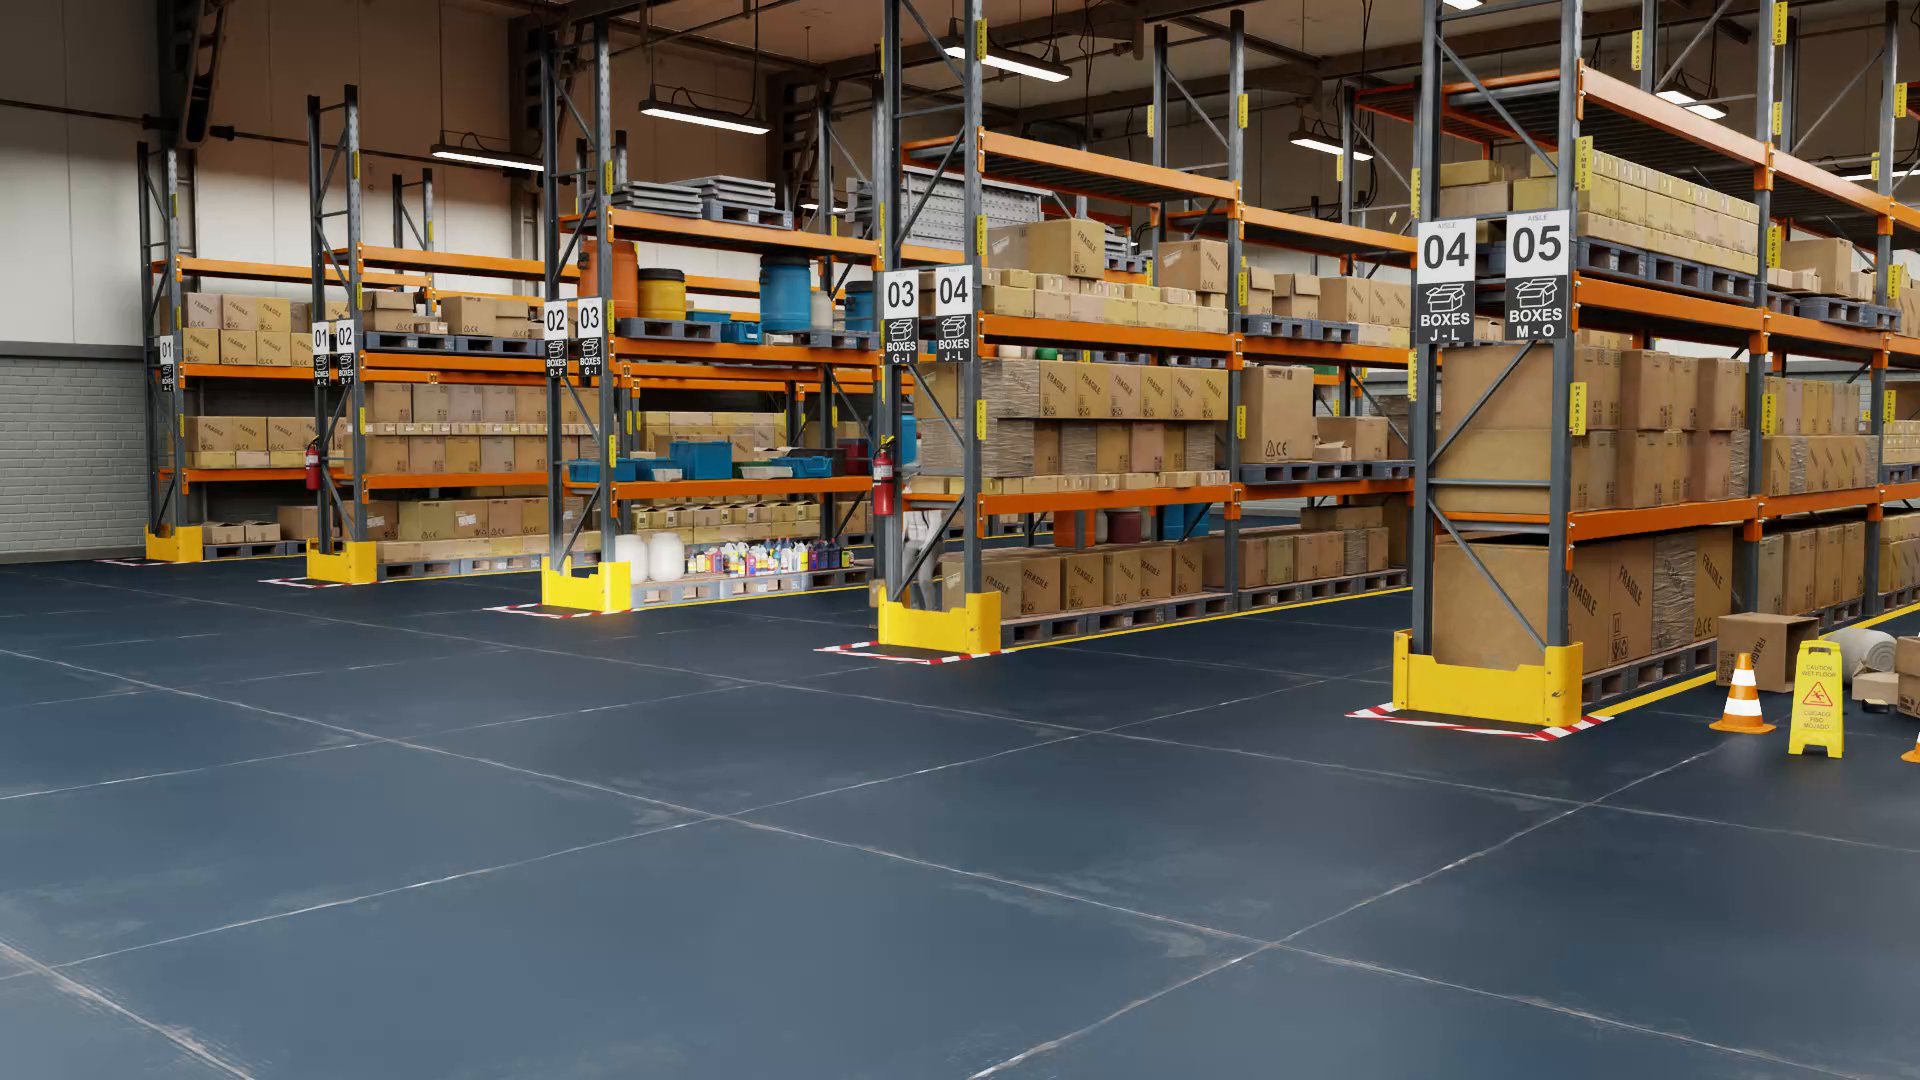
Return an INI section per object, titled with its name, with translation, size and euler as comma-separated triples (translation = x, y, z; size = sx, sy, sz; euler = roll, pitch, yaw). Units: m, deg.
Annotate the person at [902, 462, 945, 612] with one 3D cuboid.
[person]
translation = -0.399, 0.033, 15.897
size = 0.469, 1.559, 0.548
euler = 3, 5, 41
